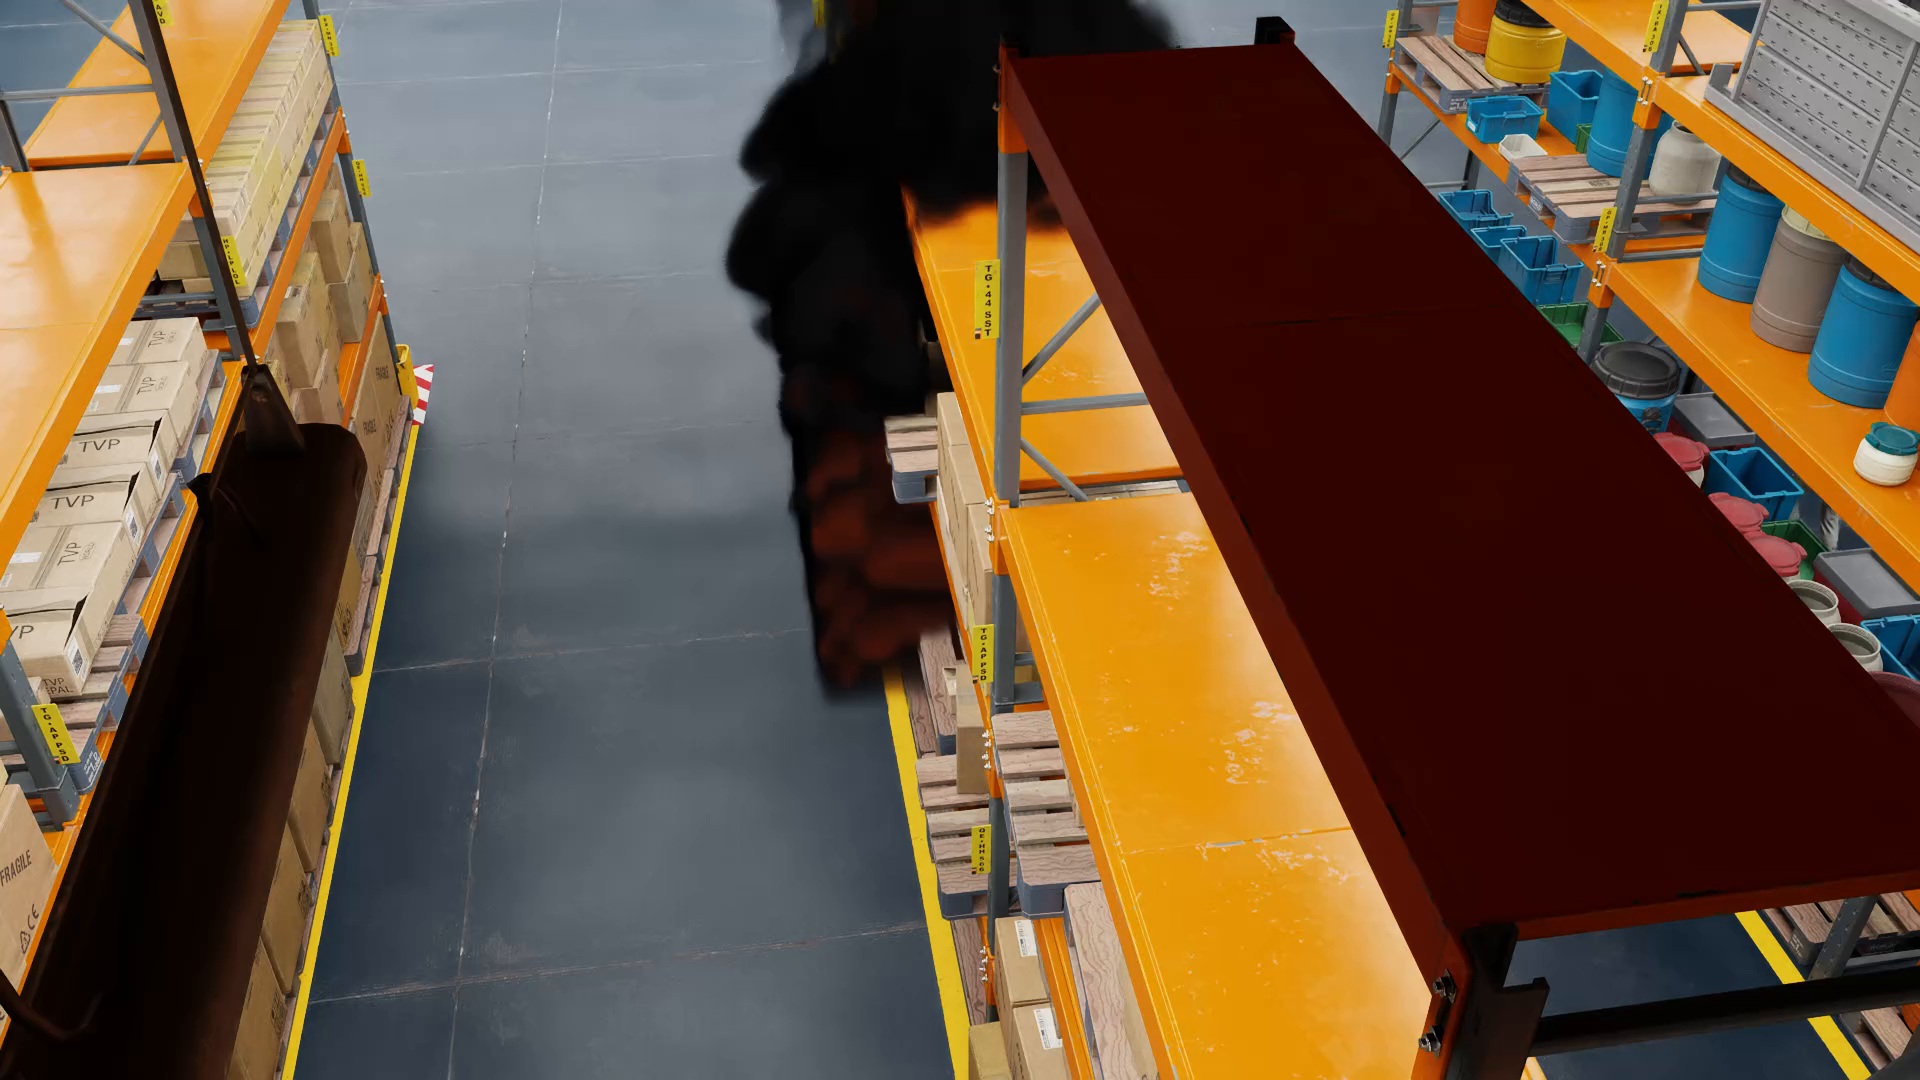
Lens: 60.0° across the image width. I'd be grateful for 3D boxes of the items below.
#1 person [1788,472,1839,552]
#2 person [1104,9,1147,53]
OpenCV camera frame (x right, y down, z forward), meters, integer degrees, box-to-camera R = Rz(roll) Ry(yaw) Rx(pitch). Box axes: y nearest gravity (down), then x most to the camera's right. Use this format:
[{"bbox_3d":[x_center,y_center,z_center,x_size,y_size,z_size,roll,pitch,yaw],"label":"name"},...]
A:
[{"bbox_3d":[6.359,-0.490,12.251,0.590,1.794,0.704,-5,37,-7],"label":"person"},{"bbox_3d":[1.825,-5.212,19.138,0.677,1.807,0.660,9,37,12],"label":"person"}]
